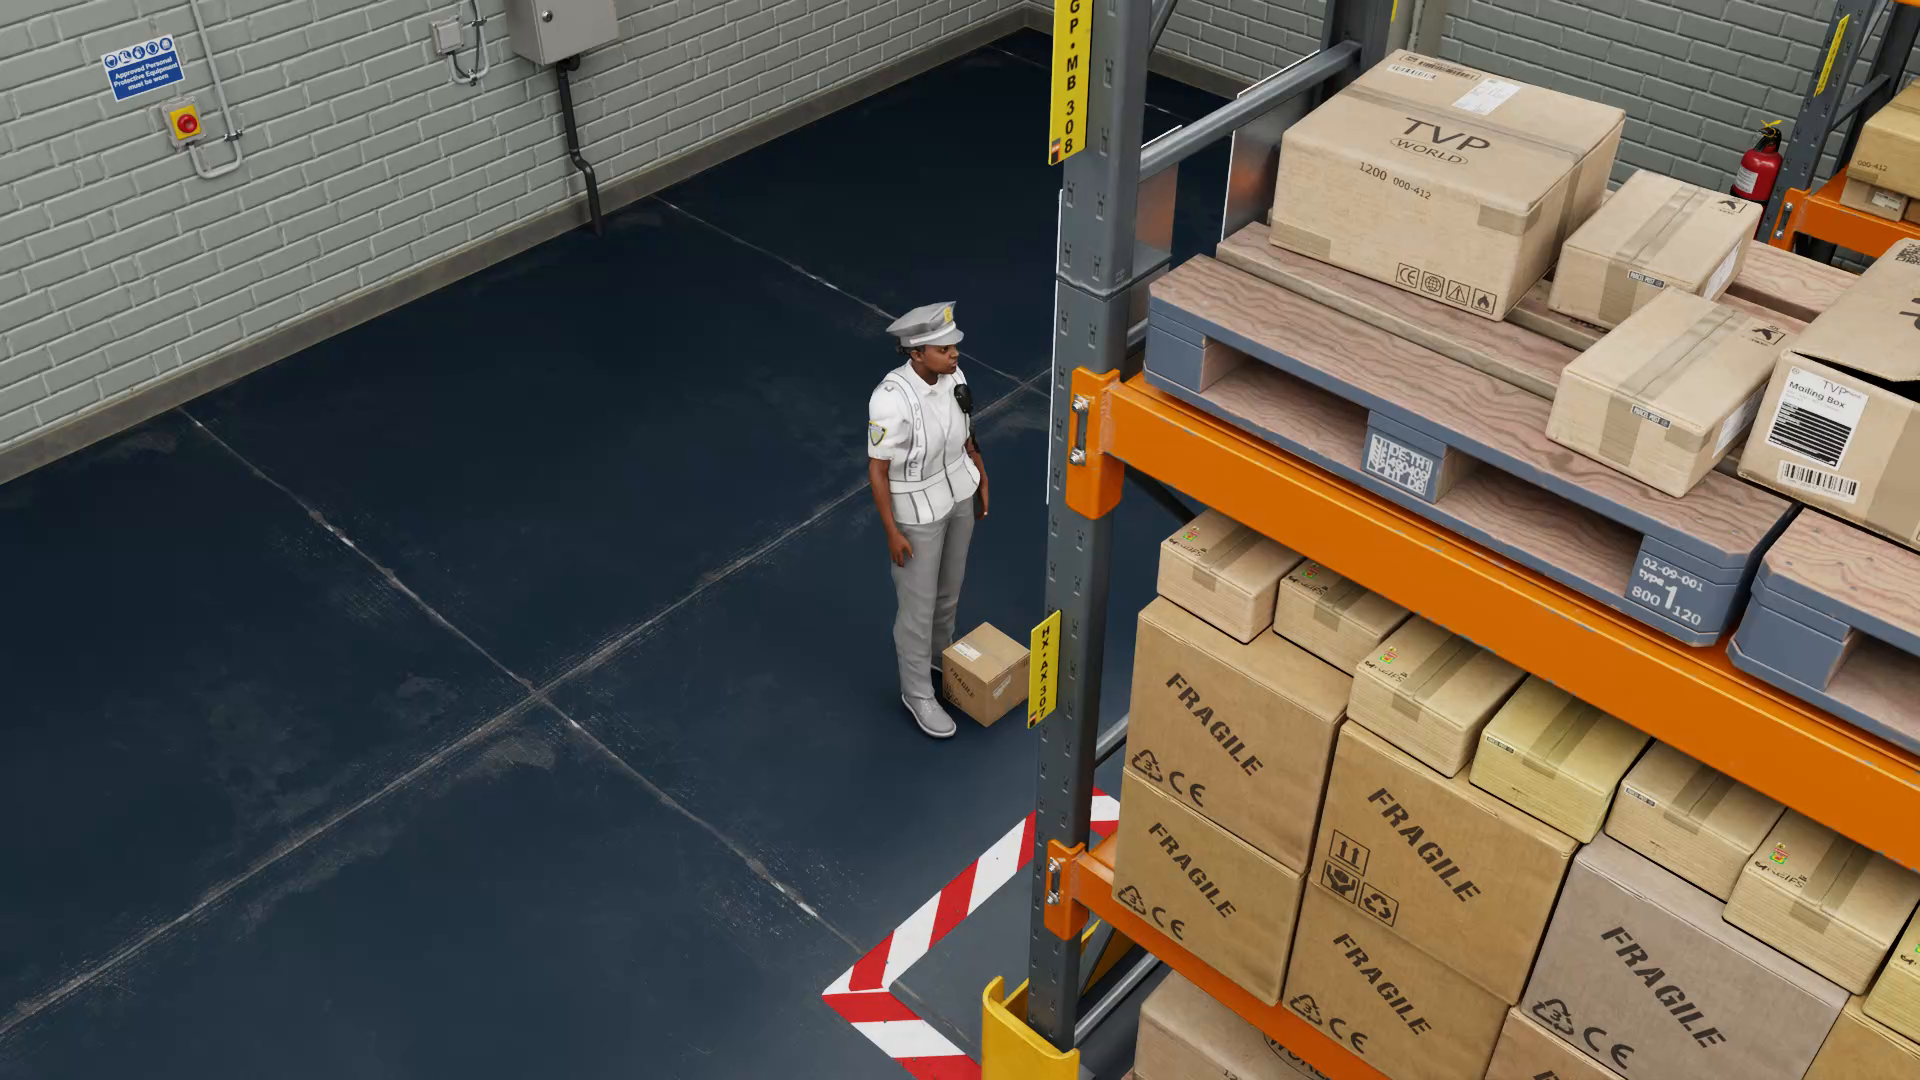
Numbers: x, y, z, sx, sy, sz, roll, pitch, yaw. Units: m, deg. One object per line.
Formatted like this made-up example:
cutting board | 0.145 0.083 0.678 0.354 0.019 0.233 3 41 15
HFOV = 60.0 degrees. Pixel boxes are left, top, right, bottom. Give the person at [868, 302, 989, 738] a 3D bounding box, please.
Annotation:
person | -0.070 -0.100 6.236 0.529 1.694 0.569 30 48 31
